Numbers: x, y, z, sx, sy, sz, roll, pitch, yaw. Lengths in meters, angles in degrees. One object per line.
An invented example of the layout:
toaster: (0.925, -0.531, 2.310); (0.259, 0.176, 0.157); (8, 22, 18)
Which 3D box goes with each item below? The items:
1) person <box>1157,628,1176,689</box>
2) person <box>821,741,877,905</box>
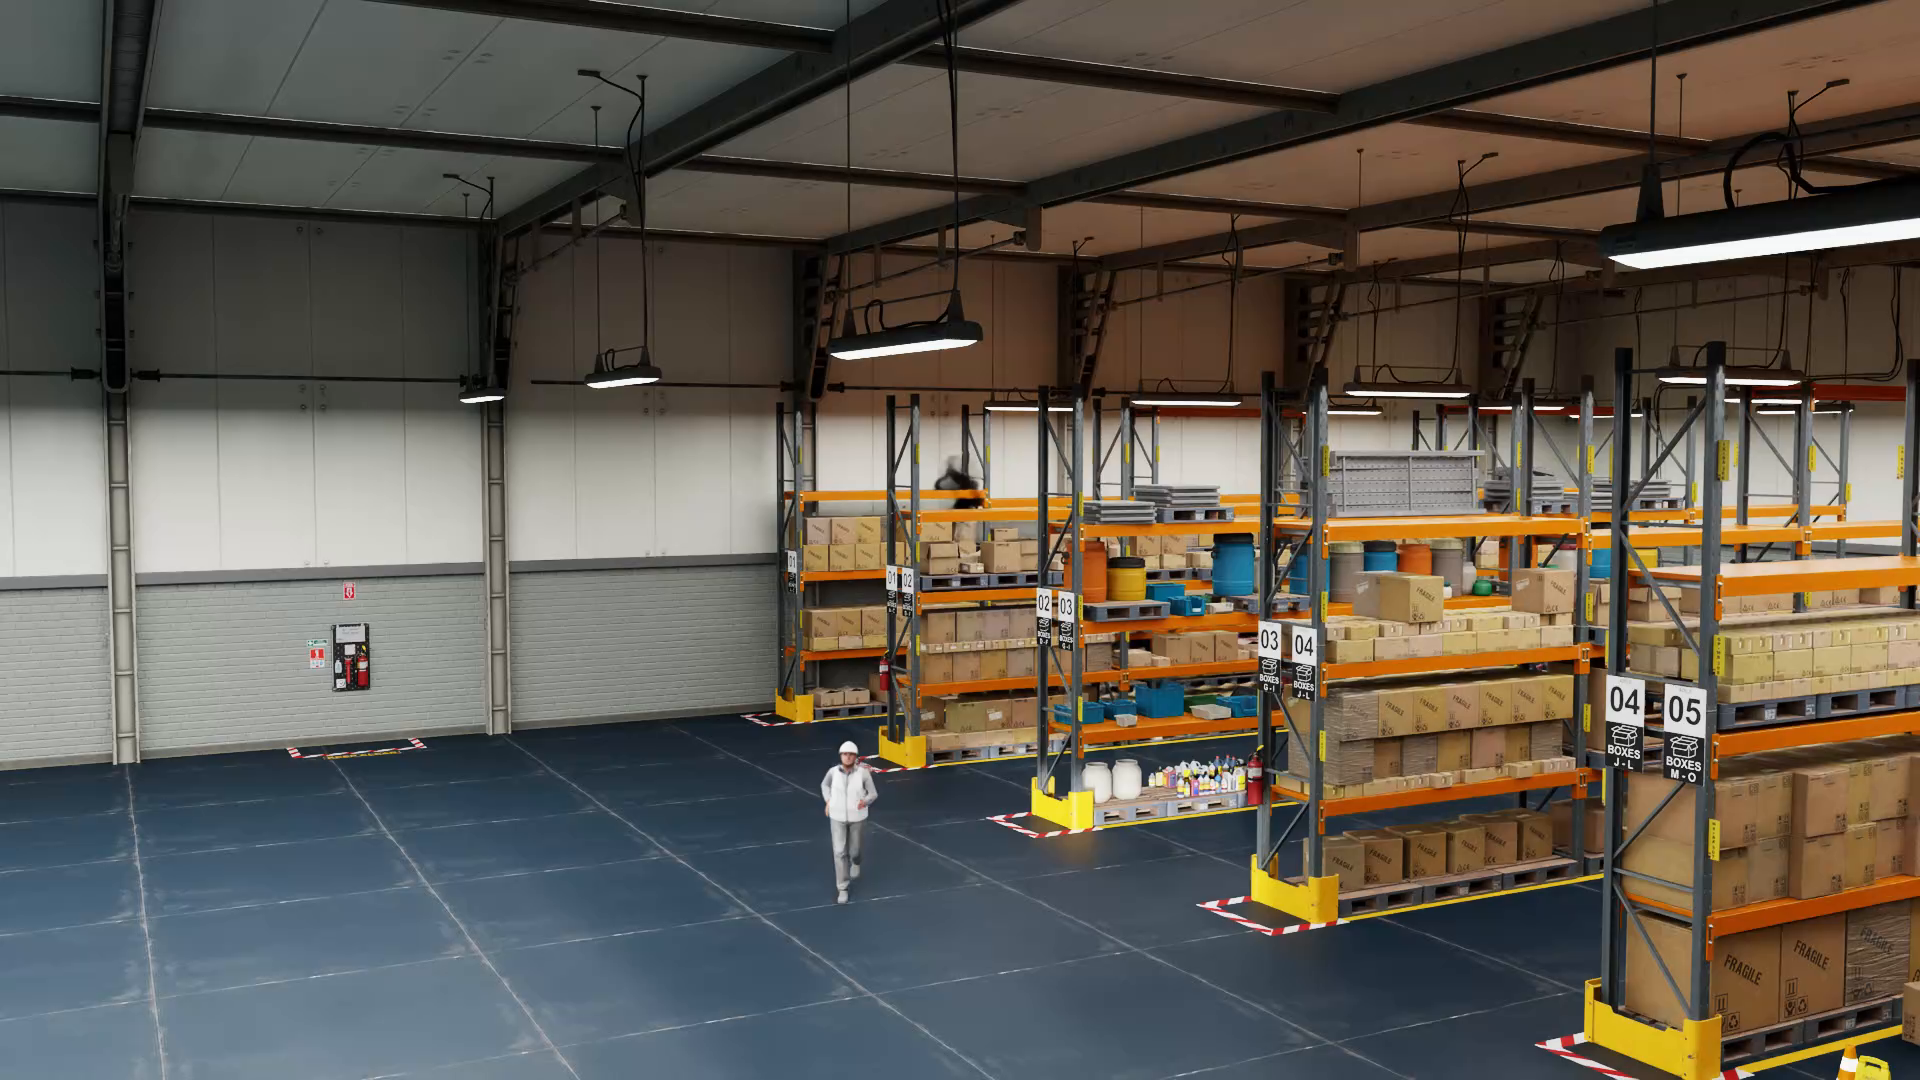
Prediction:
person: (3.987, 2.404, 31.800); (0.604, 1.719, 0.686); (-2, 4, -35)
person: (-1.282, 3.199, 19.123); (0.663, 1.779, 0.940); (0, 3, 1)
